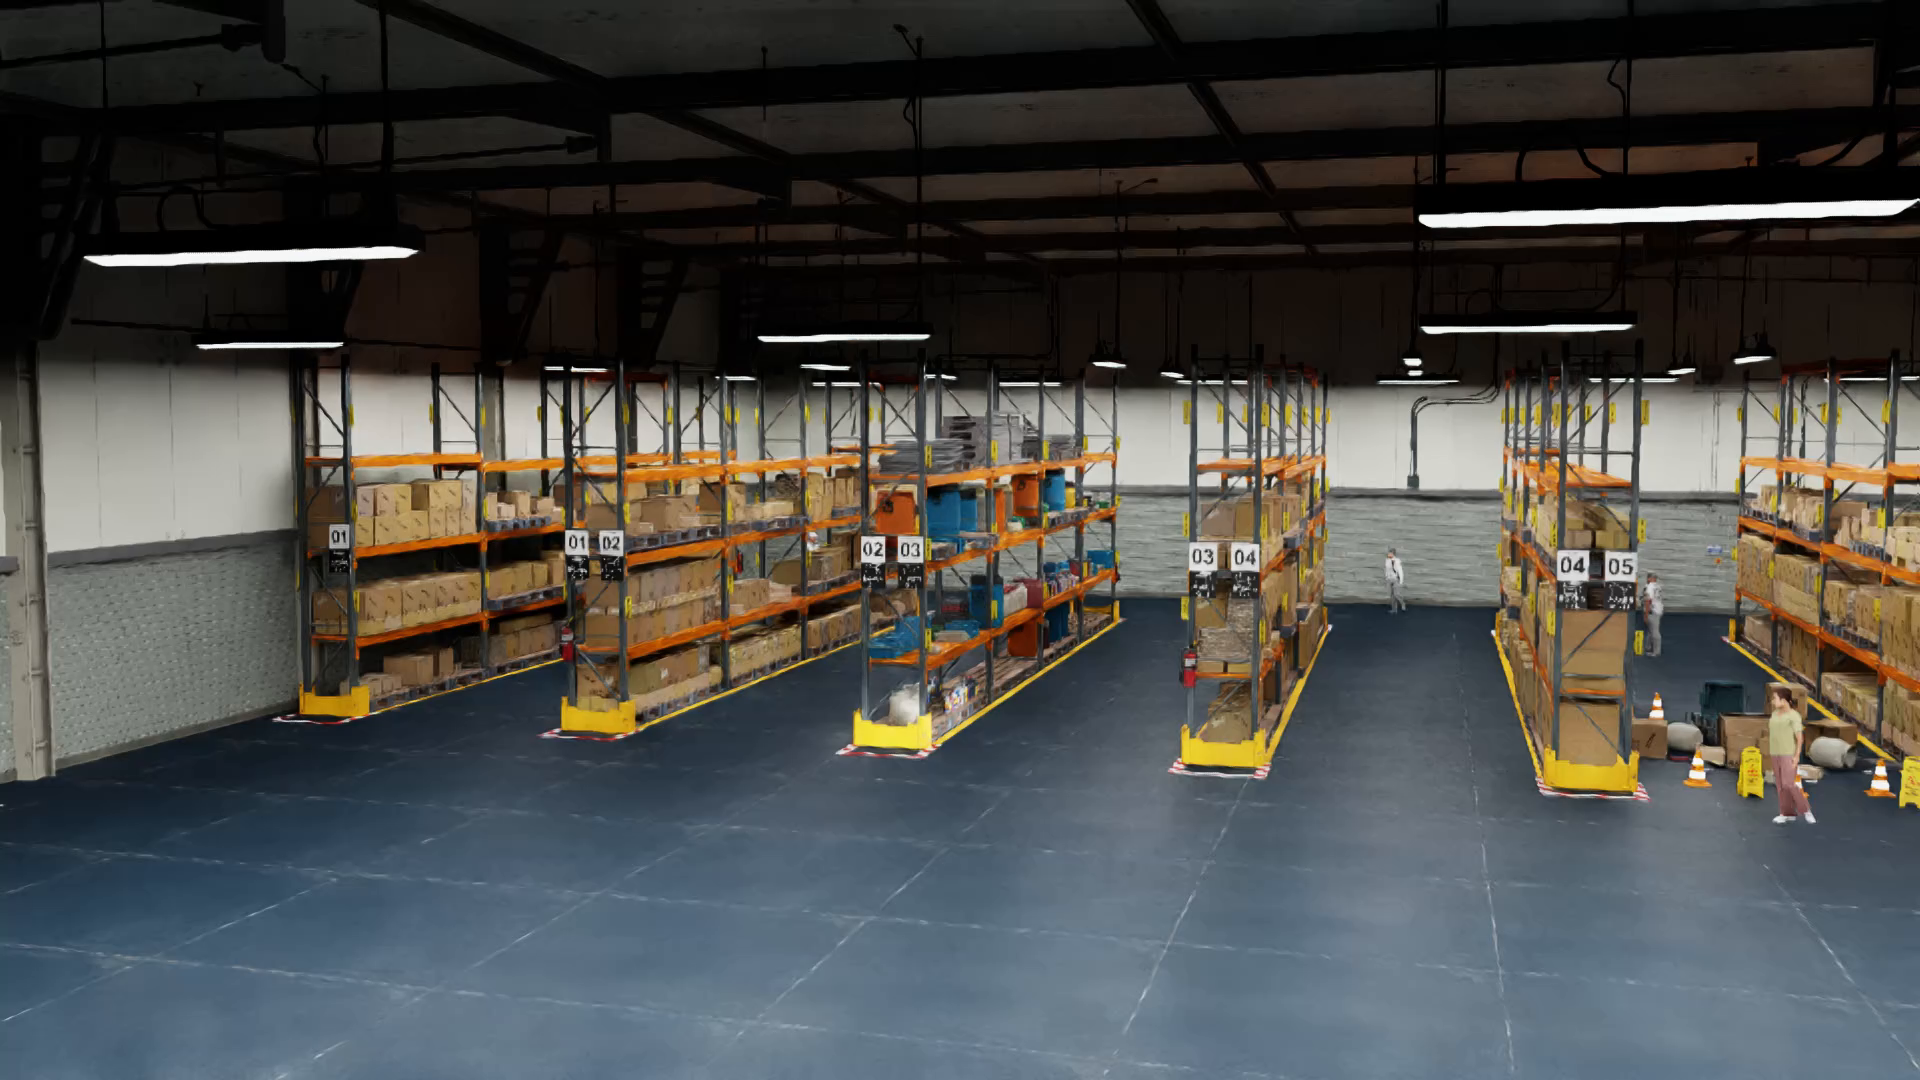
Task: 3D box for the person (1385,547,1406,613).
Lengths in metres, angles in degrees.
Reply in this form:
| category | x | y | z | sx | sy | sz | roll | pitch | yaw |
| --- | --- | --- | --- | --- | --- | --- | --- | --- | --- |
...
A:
| category | x | y | z | sx | sy | sz | roll | pitch | yaw |
| --- | --- | --- | --- | --- | --- | --- | --- | --- | --- |
| person | 11.052 | 1.008 | 42.213 | 0.511 | 1.671 | 0.527 | -3 | 5 | -37 |

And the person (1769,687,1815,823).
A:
| category | x | y | z | sx | sy | sz | roll | pitch | yaw |
| --- | --- | --- | --- | --- | --- | --- | --- | --- | --- |
| person | 10.149 | 2.636 | 20.328 | 0.427 | 1.667 | 0.616 | -1 | 4 | -18 |

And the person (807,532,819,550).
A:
| category | x | y | z | sx | sy | sz | roll | pitch | yaw |
| --- | --- | --- | --- | --- | --- | --- | --- | --- | --- |
| person | -4.176 | 0.664 | 46.132 | 0.690 | 1.772 | 0.459 | -3 | 5 | -37 |

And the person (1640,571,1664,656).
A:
| category | x | y | z | sx | sy | sz | roll | pitch | yaw |
| --- | --- | --- | --- | --- | --- | --- | --- | --- | --- |
| person | 14.396 | 1.515 | 34.675 | 0.597 | 1.746 | 0.667 | 3 | 5 | 37 |
